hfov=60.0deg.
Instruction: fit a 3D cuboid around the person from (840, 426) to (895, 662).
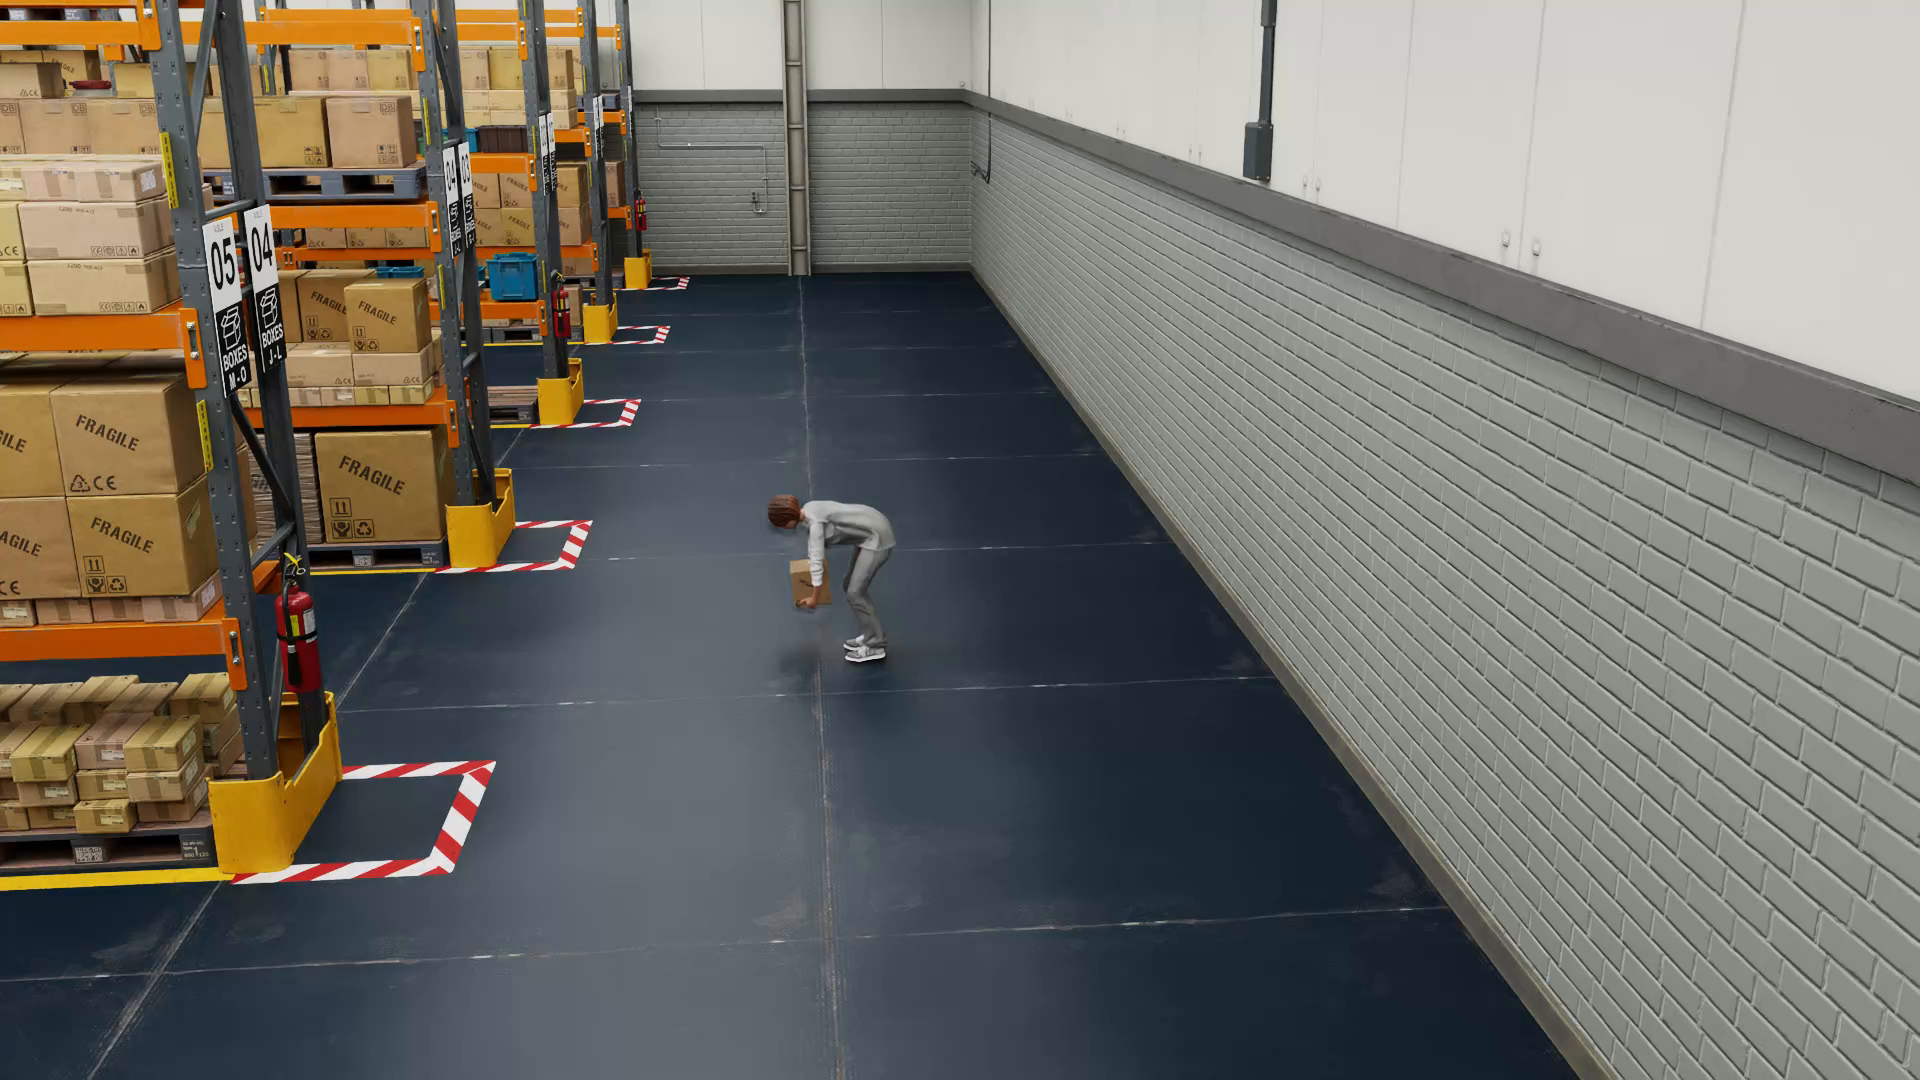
[{"bbox_3d":[-0.614,0.015,11.015,0.346,1.591,0.475,-3,17,-9],"label":"person"}]
